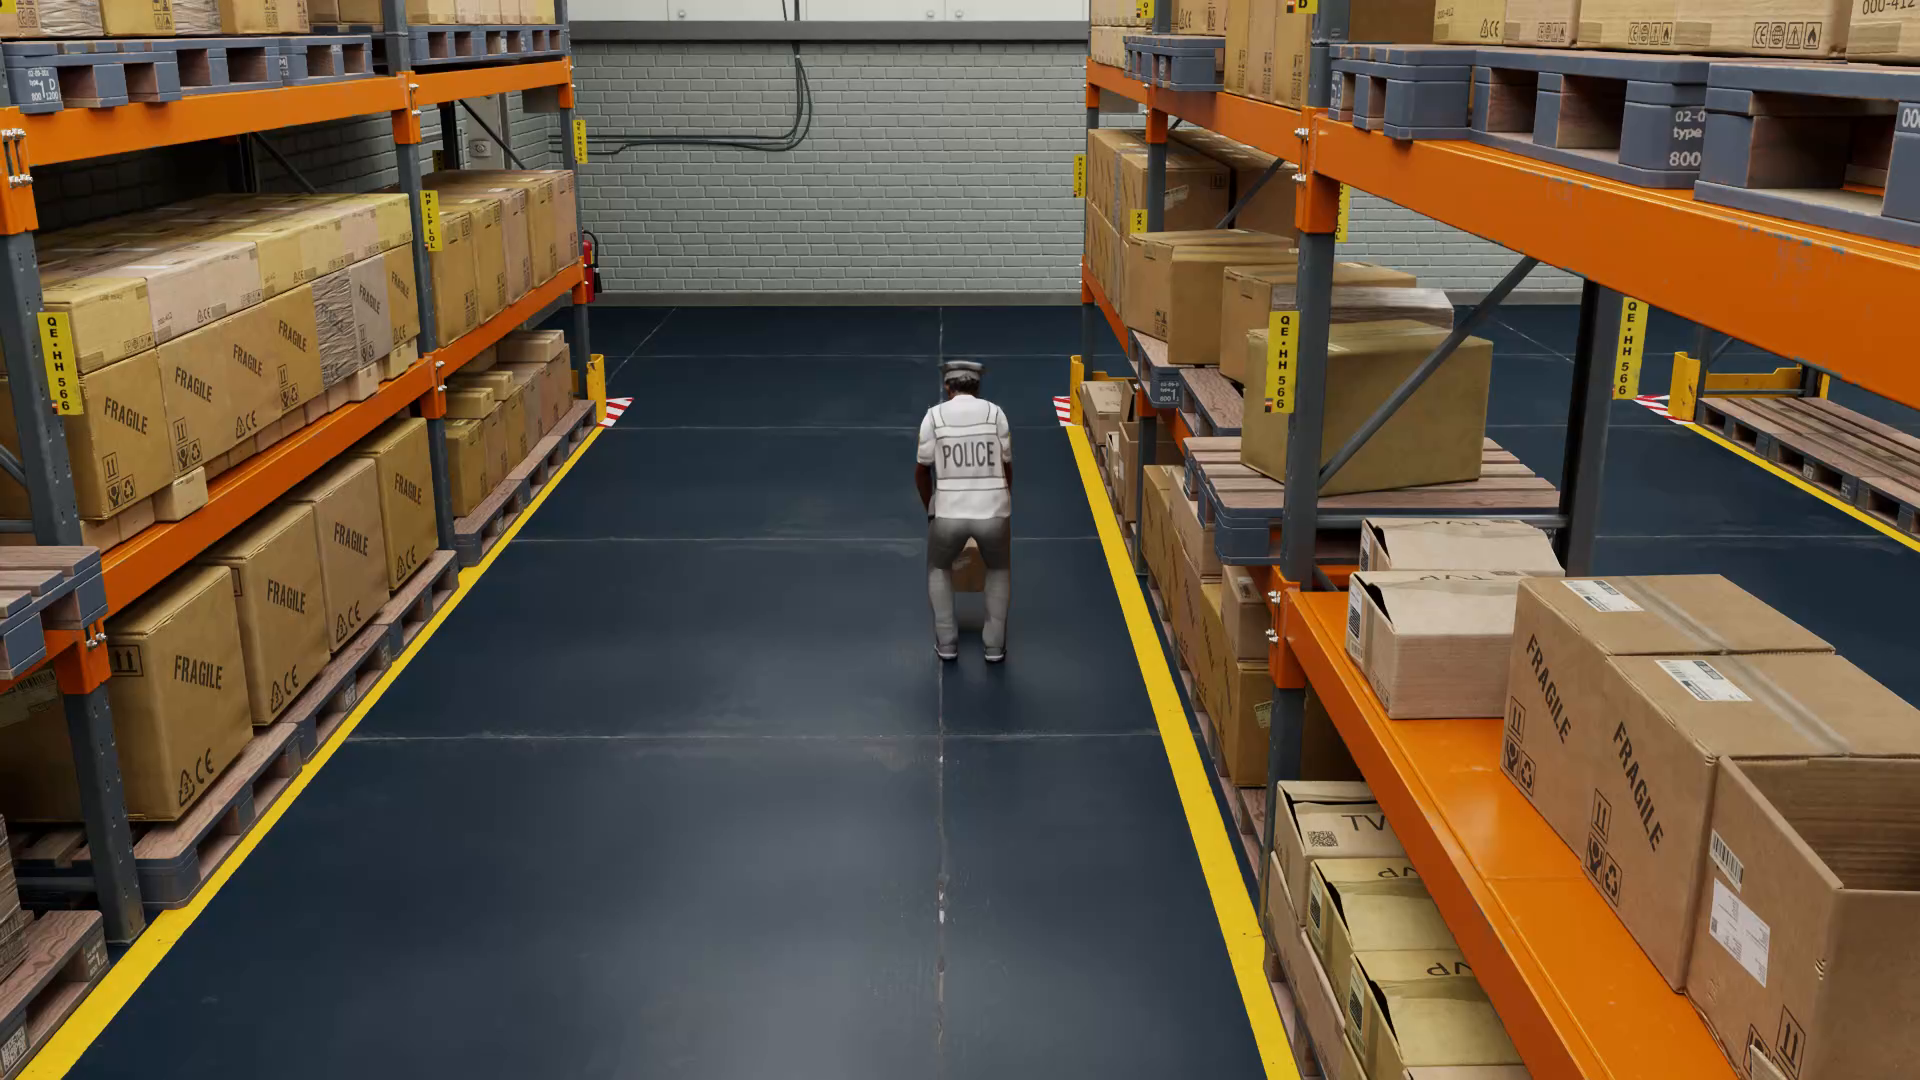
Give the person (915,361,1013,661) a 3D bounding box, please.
[{"bbox_3d":[0.019,-0.137,8.306,0.490,1.487,0.628,0,17,0],"label":"person"}]
